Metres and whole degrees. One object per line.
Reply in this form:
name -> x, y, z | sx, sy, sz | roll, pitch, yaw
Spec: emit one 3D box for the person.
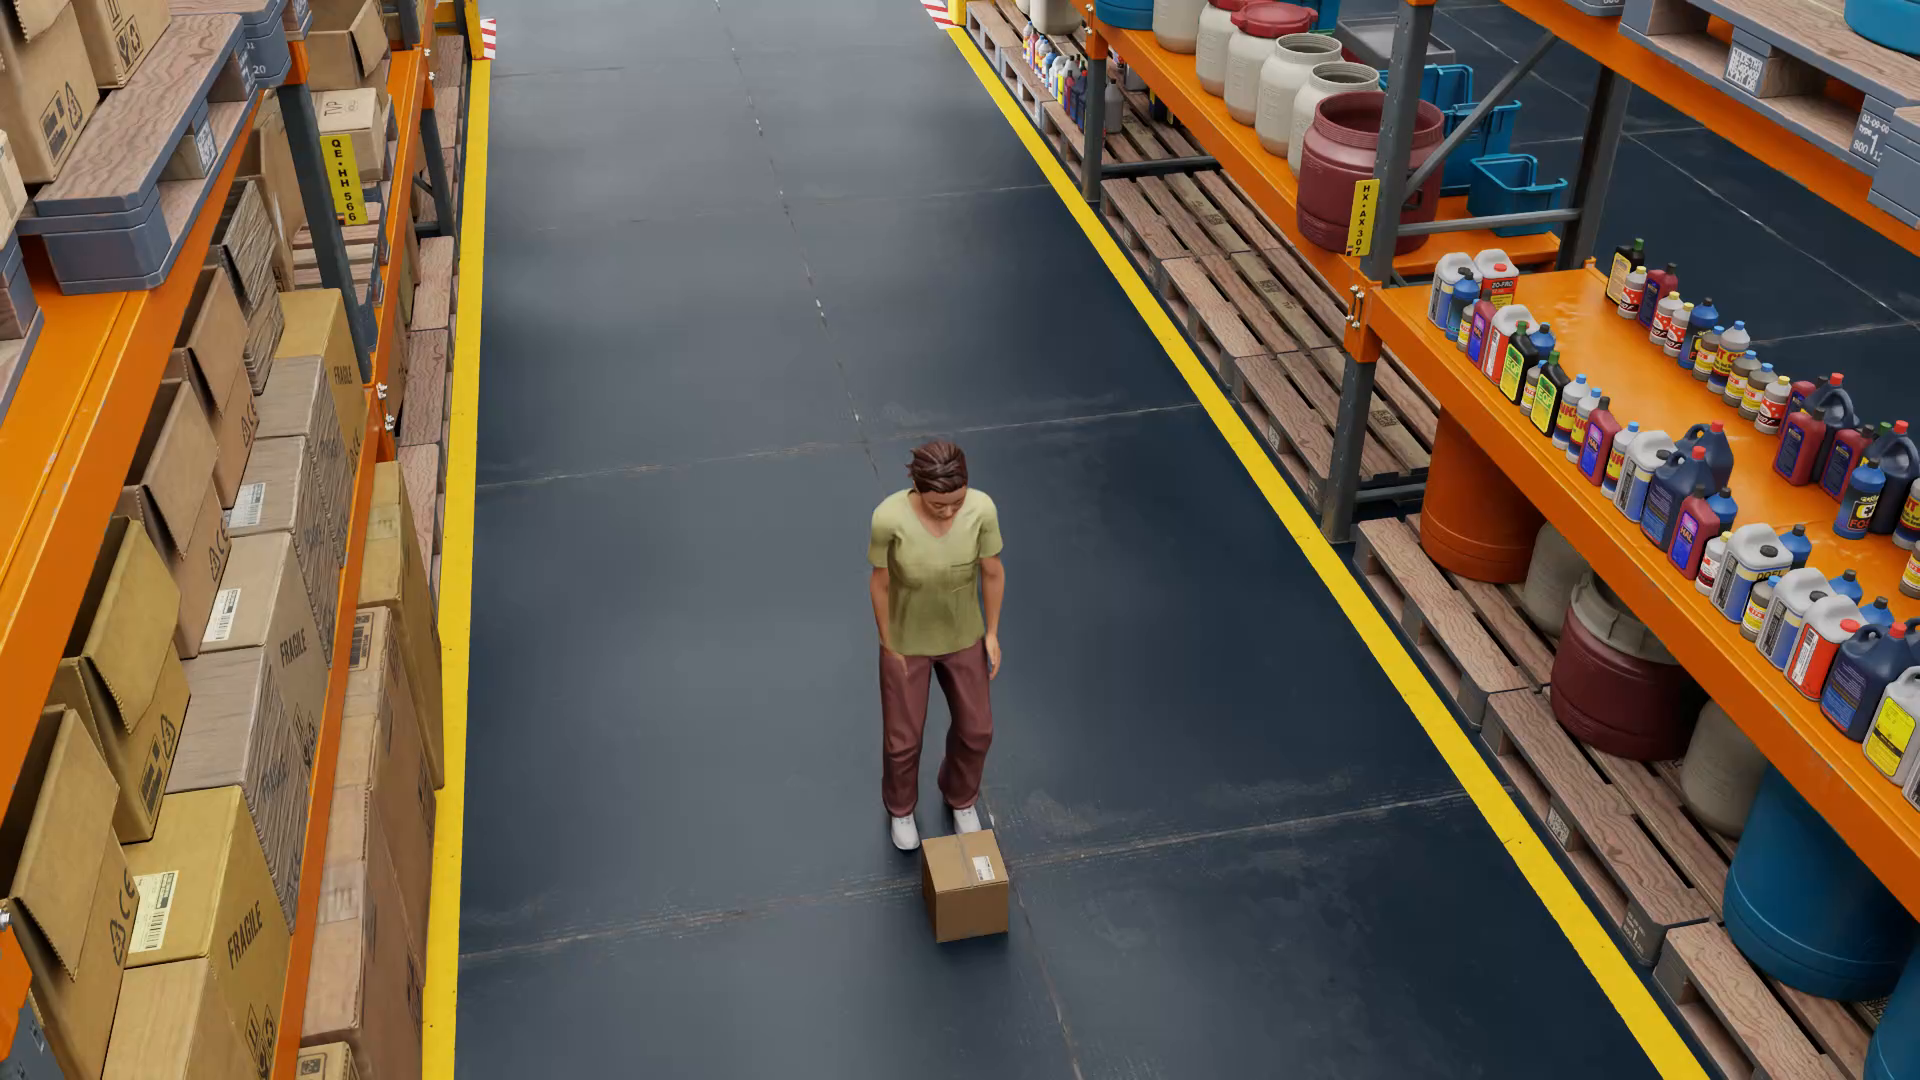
person -> -0.073, 0.347, 5.668 | 0.460, 1.652, 0.347 | -6, 35, -9
